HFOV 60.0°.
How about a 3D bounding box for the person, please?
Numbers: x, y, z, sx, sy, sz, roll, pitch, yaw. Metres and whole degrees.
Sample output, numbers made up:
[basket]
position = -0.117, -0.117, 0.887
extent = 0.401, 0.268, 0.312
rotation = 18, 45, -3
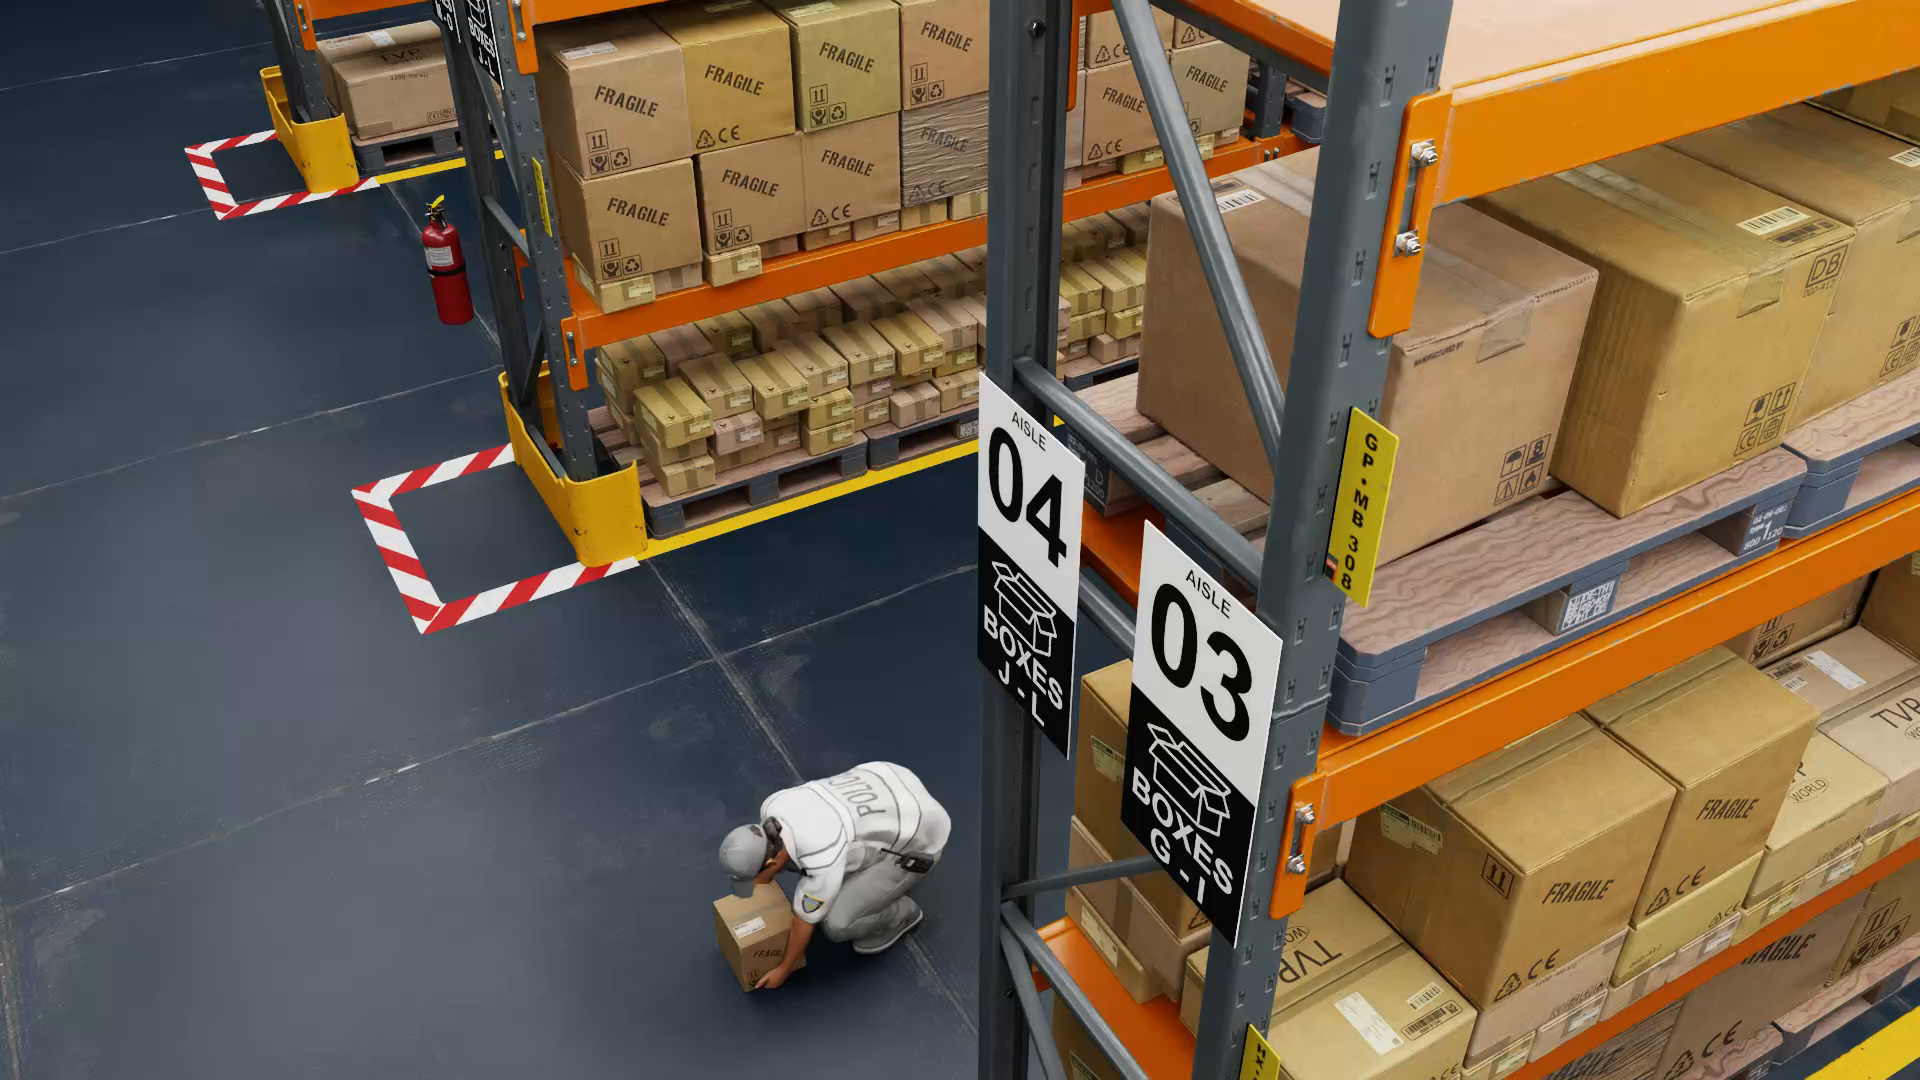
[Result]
[person]
position = -0.467, 1.200, 6.153
extent = 0.897, 0.808, 0.519
rotation = -20, 41, -24
